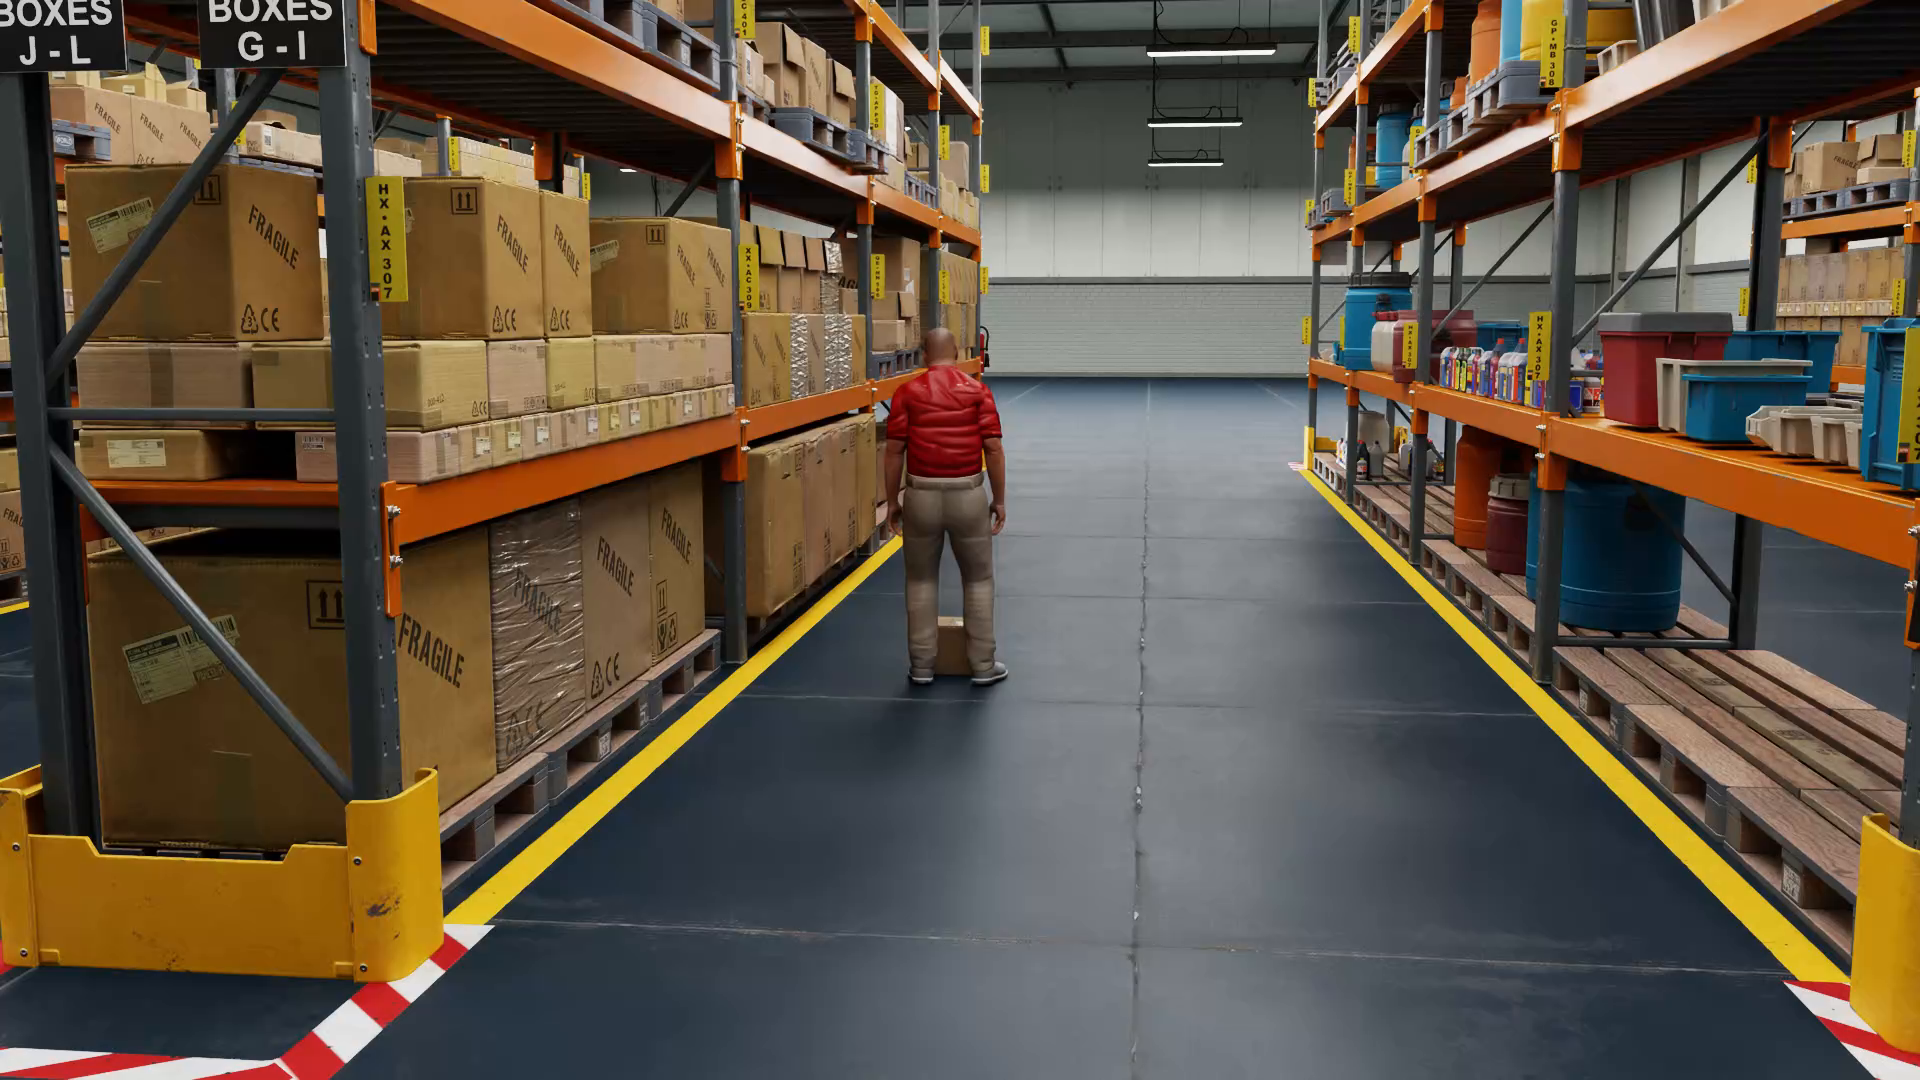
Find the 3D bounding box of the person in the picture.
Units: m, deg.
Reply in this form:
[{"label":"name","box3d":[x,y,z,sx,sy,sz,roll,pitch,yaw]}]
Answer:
[{"label":"person","box3d":[-0.066,-0.164,8.082,0.600,1.726,0.394,0,8,3]}]
